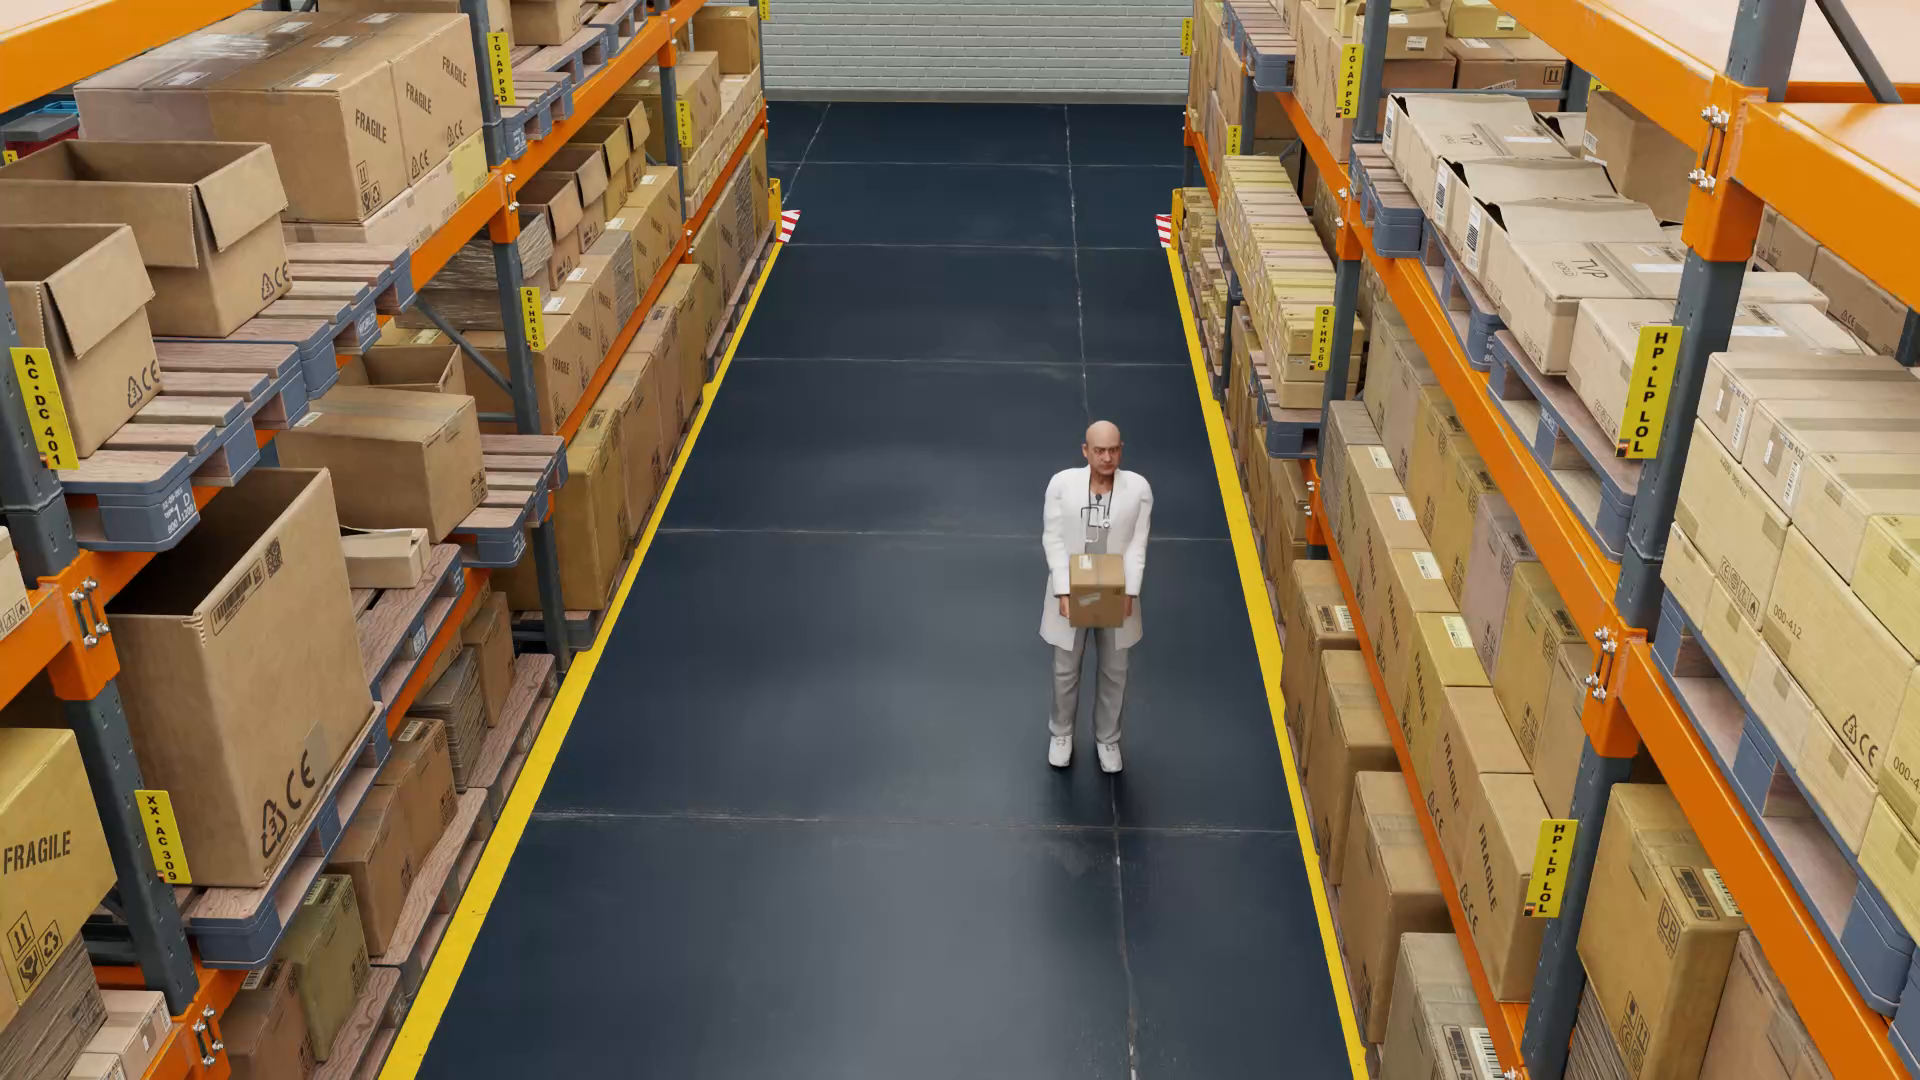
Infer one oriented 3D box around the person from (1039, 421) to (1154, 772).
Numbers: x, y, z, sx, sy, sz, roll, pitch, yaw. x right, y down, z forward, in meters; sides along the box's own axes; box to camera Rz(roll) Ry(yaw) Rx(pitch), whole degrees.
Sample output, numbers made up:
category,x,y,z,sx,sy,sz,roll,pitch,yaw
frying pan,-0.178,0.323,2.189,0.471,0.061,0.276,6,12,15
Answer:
category,x,y,z,sx,sy,sz,roll,pitch,yaw
person,0.654,0.315,8.040,0.530,1.769,0.556,1,28,1
